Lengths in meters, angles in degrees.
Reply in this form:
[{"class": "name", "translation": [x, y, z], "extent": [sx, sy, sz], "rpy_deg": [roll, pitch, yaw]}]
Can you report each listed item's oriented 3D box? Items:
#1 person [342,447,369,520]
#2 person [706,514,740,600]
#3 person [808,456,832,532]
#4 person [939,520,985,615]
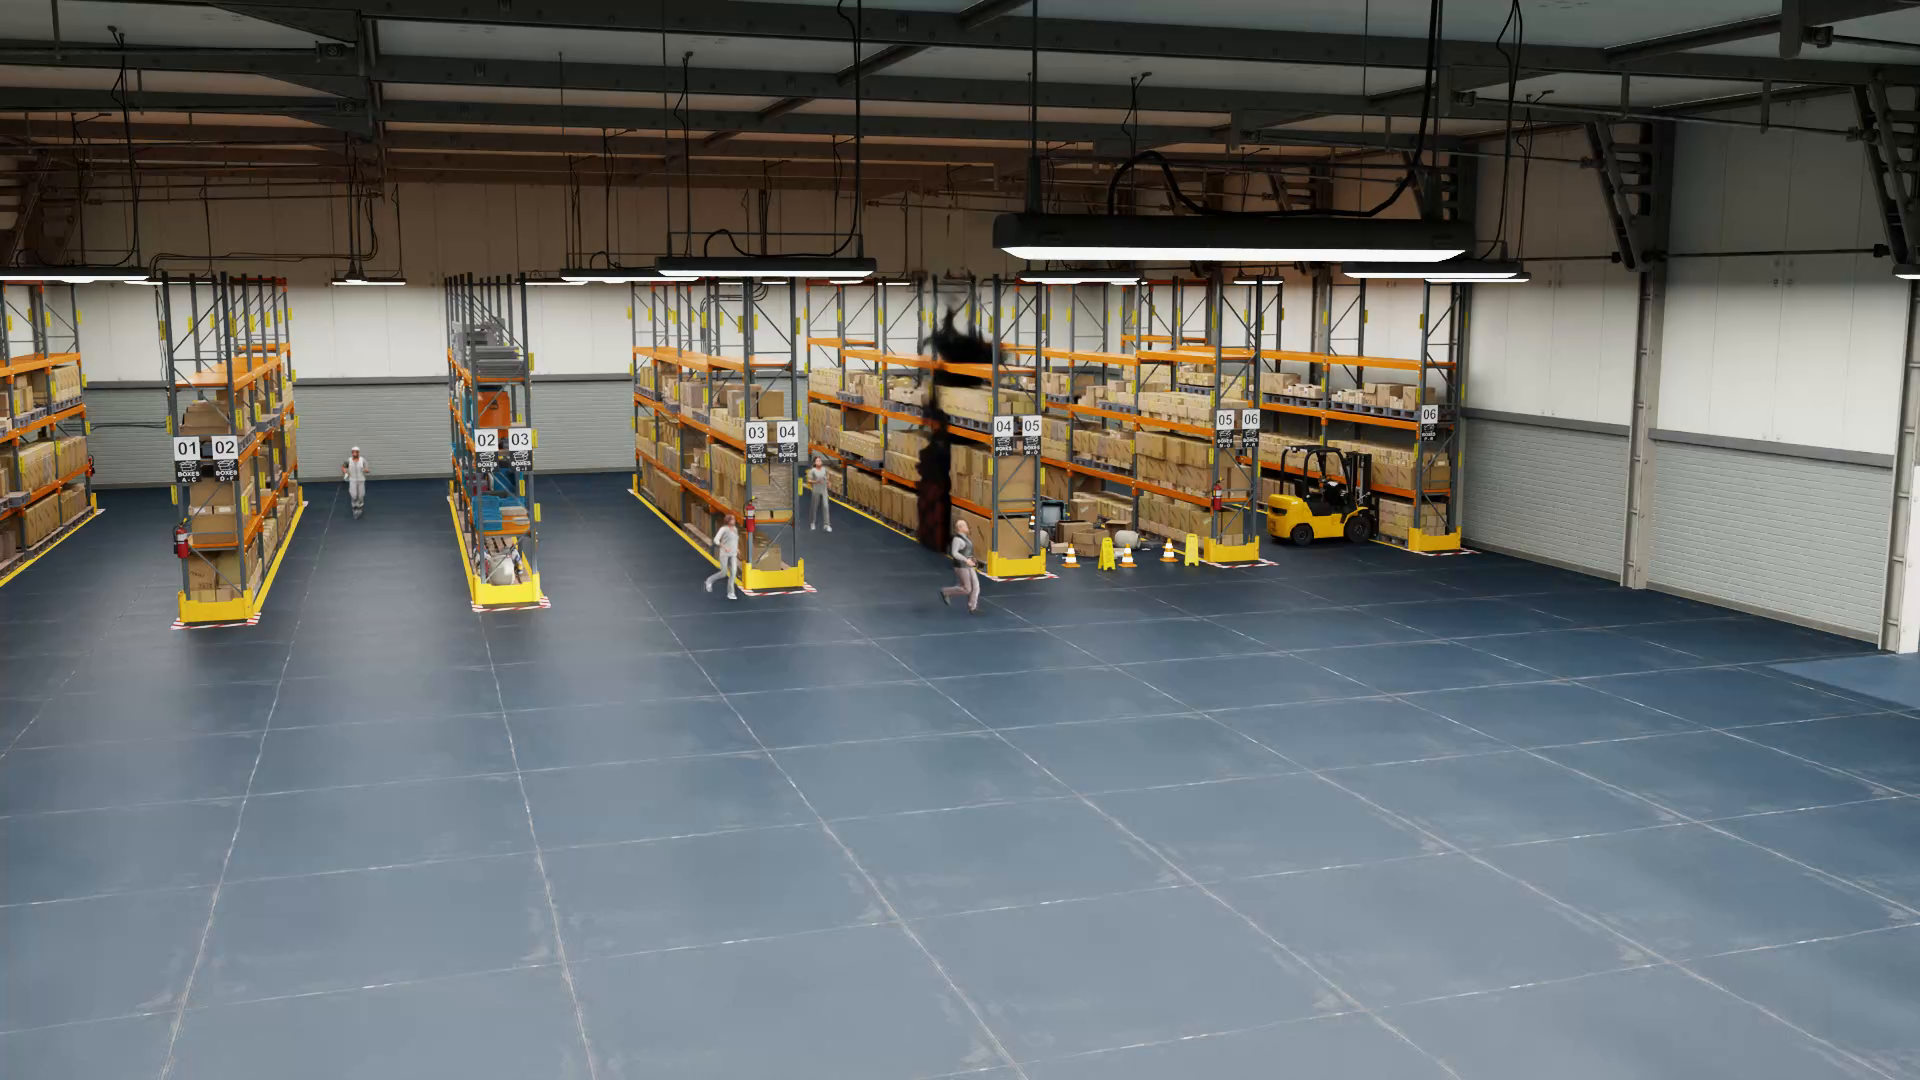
[{"class": "person", "translation": [-15.082, -1.417, 41.576], "extent": [0.634, 1.835, 0.708], "rpy_deg": [-4, 9, -24]}, {"class": "person", "translation": [-4.317, 0.286, 31.024], "extent": [0.814, 1.551, 0.601], "rpy_deg": [7, 11, 40]}, {"class": "person", "translation": [-3.145, -1.041, 37.474], "extent": [0.574, 1.695, 0.962], "rpy_deg": [-4, 9, -22]}, {"class": "person", "translation": [0.063, 0.483, 29.414], "extent": [0.814, 1.690, 0.676], "rpy_deg": [3, 9, 18]}]
